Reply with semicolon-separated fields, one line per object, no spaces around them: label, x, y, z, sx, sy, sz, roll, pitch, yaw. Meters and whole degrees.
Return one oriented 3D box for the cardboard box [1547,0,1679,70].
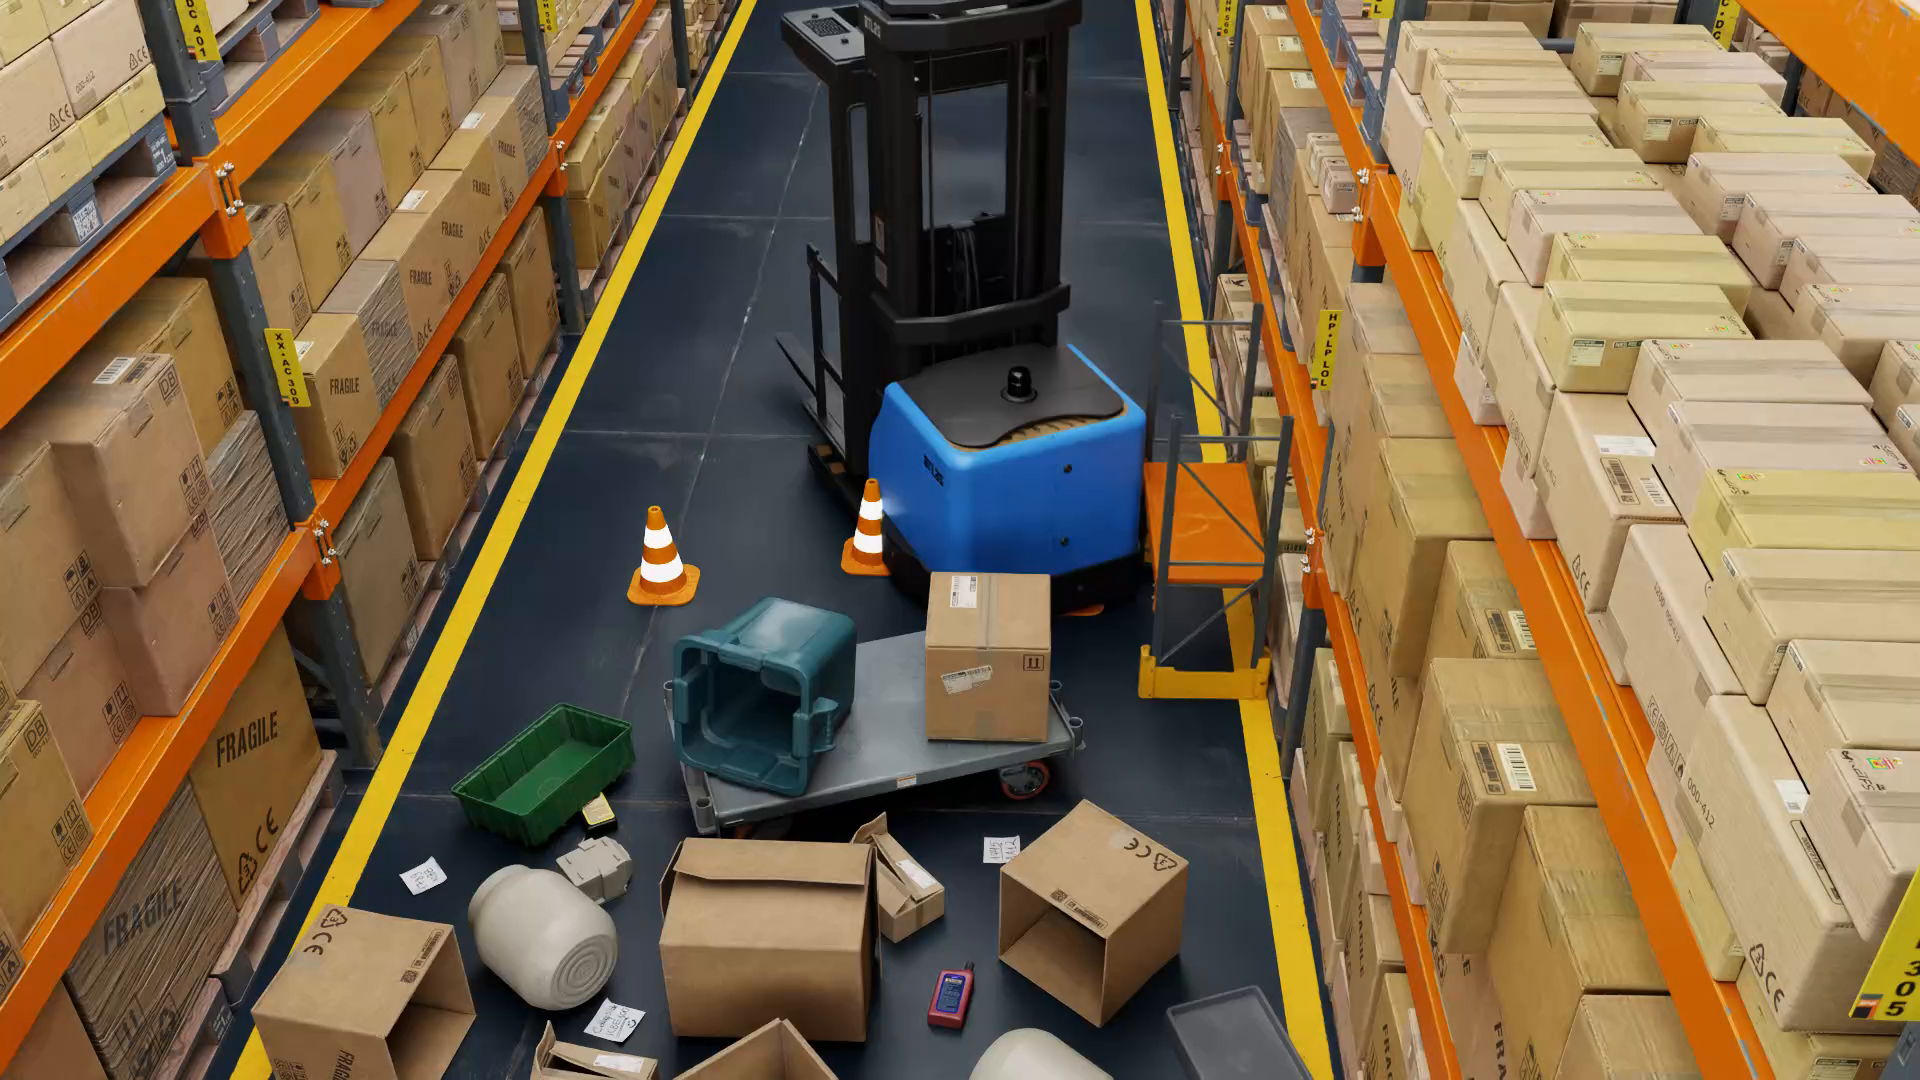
cardboard box;2.323;-1.871;5.905;0.500;0.250;0.500;0;35;1

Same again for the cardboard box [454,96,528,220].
cardboard box;-2.661;-2.050;8.917;0.500;0.500;0.500;1;35;2

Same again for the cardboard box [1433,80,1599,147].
cardboard box;1.559;-1.182;4.685;0.380;0.149;0.250;0;35;0

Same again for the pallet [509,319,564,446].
pallet;-2.997;-0.969;9.890;1.003;0.211;1.213;1;35;2

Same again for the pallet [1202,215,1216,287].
pallet;2.167;-1.815;11.094;1.003;0.211;1.213;1;35;2

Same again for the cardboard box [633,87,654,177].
cardboard box;-2.553;-2.988;12.147;0.500;0.500;0.500;1;35;1

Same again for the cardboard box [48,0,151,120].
cardboard box;-2.814;-1.474;4.995;0.500;0.250;0.500;1;35;1

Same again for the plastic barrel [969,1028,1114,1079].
plastic barrel;0.309;1.924;5.590;0.512;0.421;0.421;28;44;33

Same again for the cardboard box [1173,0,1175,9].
cardboard box;2.388;-4.799;14.778;0.875;0.438;0.875;0;35;0

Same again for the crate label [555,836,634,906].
crate label;-1.477;1.330;6.685;0.298;0.136;0.250;-24;42;-30

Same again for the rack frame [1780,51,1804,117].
rack frame;7.180;-4.690;12.761;1.000;3.000;0.127;1;35;2

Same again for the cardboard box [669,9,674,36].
cardboard box;-2.509;-4.301;13.803;0.380;0.149;0.250;3;35;4

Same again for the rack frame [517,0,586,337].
rack frame;-2.890;-2.561;9.731;1.000;3.000;0.127;1;35;2

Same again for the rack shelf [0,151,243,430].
rack shelf;-3.131;-0.046;4.170;1.077;0.370;4.000;1;35;2

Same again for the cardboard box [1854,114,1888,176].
cardboard box;6.900;-2.974;12.127;0.500;0.500;0.500;0;35;0

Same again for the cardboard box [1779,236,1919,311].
cardboard box;2.138;-0.577;3.824;0.380;0.149;0.250;2;35;3

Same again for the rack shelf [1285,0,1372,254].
rack shelf;1.980;-2.288;7.360;1.077;0.370;4.000;1;35;2

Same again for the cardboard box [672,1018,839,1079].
cardboard box;-0.721;2.045;5.348;0.797;0.503;0.637;-24;42;-30

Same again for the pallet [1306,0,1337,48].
pallet;2.069;-2.305;6.921;1.213;0.211;1.003;1;35;2

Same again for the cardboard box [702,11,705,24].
cardboard box;-2.489;-4.665;14.839;0.380;0.149;0.250;0;35;0

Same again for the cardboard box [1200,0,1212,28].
cardboard box;1.842;-3.521;10.793;0.500;0.250;0.500;0;35;1

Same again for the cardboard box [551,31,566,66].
cardboard box;-2.660;-3.036;10.261;0.380;0.149;0.250;3;35;4

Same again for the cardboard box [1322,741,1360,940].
cardboard box;1.596;1.081;5.923;0.500;0.500;0.500;3;35;4

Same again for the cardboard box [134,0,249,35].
cardboard box;-2.777;-1.989;5.973;0.258;0.266;0.396;1;35;1

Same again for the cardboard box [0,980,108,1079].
cardboard box;-3.217;1.836;4.957;0.875;0.875;0.875;1;35;1

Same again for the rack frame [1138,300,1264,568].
rack frame;1.144;-0.477;8.070;0.500;1.500;0.032;1;35;1

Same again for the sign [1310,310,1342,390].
sign;1.344;-0.691;6.063;0.100;0.325;0.005;1;35;2

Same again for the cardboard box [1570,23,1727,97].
cardboard box;2.105;-1.470;5.095;0.380;0.149;0.250;2;35;3

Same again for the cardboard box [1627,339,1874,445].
cardboard box;1.613;-0.289;3.415;0.380;0.149;0.250;0;35;1

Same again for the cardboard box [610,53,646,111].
cardboard box;-2.548;-3.282;11.914;0.500;0.250;0.500;0;35;0

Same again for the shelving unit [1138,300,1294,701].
shelving unit;1.130;-0.190;7.661;0.587;1.500;1.083;1;35;1

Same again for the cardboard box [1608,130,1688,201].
cardboard box;2.131;-0.944;4.693;0.500;0.250;0.500;1;35;1

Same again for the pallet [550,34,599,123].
pallet;-2.968;-2.894;10.372;1.213;0.211;1.003;1;35;2

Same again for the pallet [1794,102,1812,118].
pallet;7.185;-3.081;12.896;1.003;0.211;1.213;1;35;2

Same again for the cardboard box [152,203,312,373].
cardboard box;-3.037;-0.998;6.551;0.700;0.500;0.500;1;35;1

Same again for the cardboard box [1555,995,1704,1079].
cardboard box;1.541;1.222;3.134;0.700;0.500;0.500;1;35;1

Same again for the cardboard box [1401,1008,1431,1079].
cardboard box;1.483;1.498;4.765;0.380;0.149;0.250;3;35;4

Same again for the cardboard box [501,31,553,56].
cardboard box;-2.670;-3.024;9.985;0.380;0.149;0.250;3;35;4

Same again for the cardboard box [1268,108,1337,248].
cardboard box;1.754;-1.694;7.786;0.500;0.500;0.500;0;35;0

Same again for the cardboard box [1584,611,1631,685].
cardboard box;1.535;0.172;3.452;0.380;0.149;0.250;1;35;2

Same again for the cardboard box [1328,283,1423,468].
cardboard box;1.665;-0.530;5.626;0.700;0.500;0.500;1;35;1

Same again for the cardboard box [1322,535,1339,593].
cardboard box;1.566;0.070;6.206;0.380;0.149;0.250;1;35;2

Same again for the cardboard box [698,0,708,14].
cardboard box;-2.453;-4.788;14.755;0.380;0.149;0.250;3;35;4

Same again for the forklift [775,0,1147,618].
forklift;-0.188;-1.557;8.362;1.130;2.935;3.031;-15;38;-20

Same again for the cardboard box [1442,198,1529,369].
cardboard box;1.563;-0.663;4.294;0.500;0.250;0.500;2;35;2

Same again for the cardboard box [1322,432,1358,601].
cardboard box;1.603;-0.123;5.916;0.500;0.500;0.500;1;35;2

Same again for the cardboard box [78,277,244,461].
cardboard box;-3.100;-0.555;5.807;0.875;0.550;0.550;1;35;2

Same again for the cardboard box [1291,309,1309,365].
cardboard box;1.647;-0.877;7.189;0.380;0.149;0.250;1;35;1

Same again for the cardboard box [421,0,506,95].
cardboard box;-2.918;-2.753;9.048;0.700;0.500;0.500;1;35;2

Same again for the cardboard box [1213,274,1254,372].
cardboard box;2.027;-1.277;9.824;0.950;0.372;0.625;-1;35;-1
